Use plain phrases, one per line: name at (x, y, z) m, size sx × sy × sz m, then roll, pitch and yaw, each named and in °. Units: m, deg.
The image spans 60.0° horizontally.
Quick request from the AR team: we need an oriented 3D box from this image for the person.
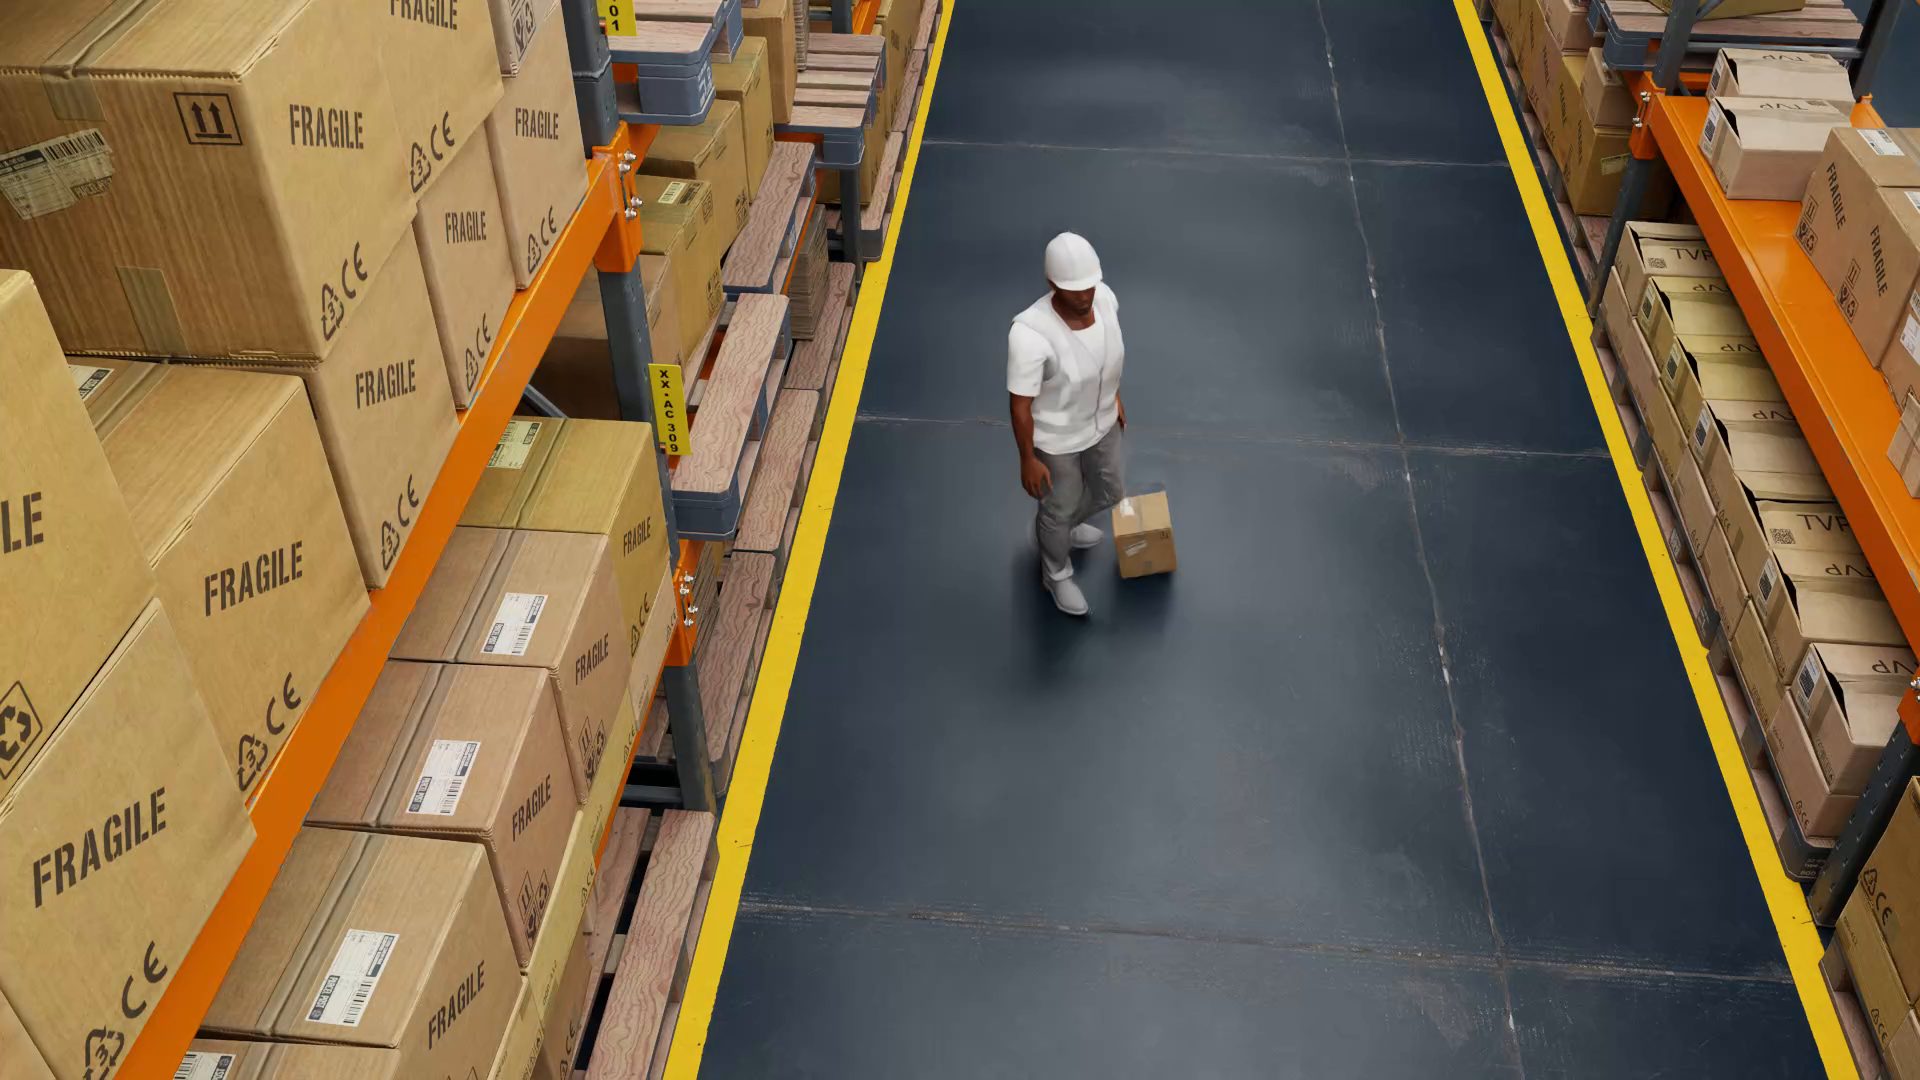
person at (0.421, -0.477, 6.704) m, size 0.653 × 1.766 × 0.461 m, roll -32°, pitch 49°, yaw -32°
